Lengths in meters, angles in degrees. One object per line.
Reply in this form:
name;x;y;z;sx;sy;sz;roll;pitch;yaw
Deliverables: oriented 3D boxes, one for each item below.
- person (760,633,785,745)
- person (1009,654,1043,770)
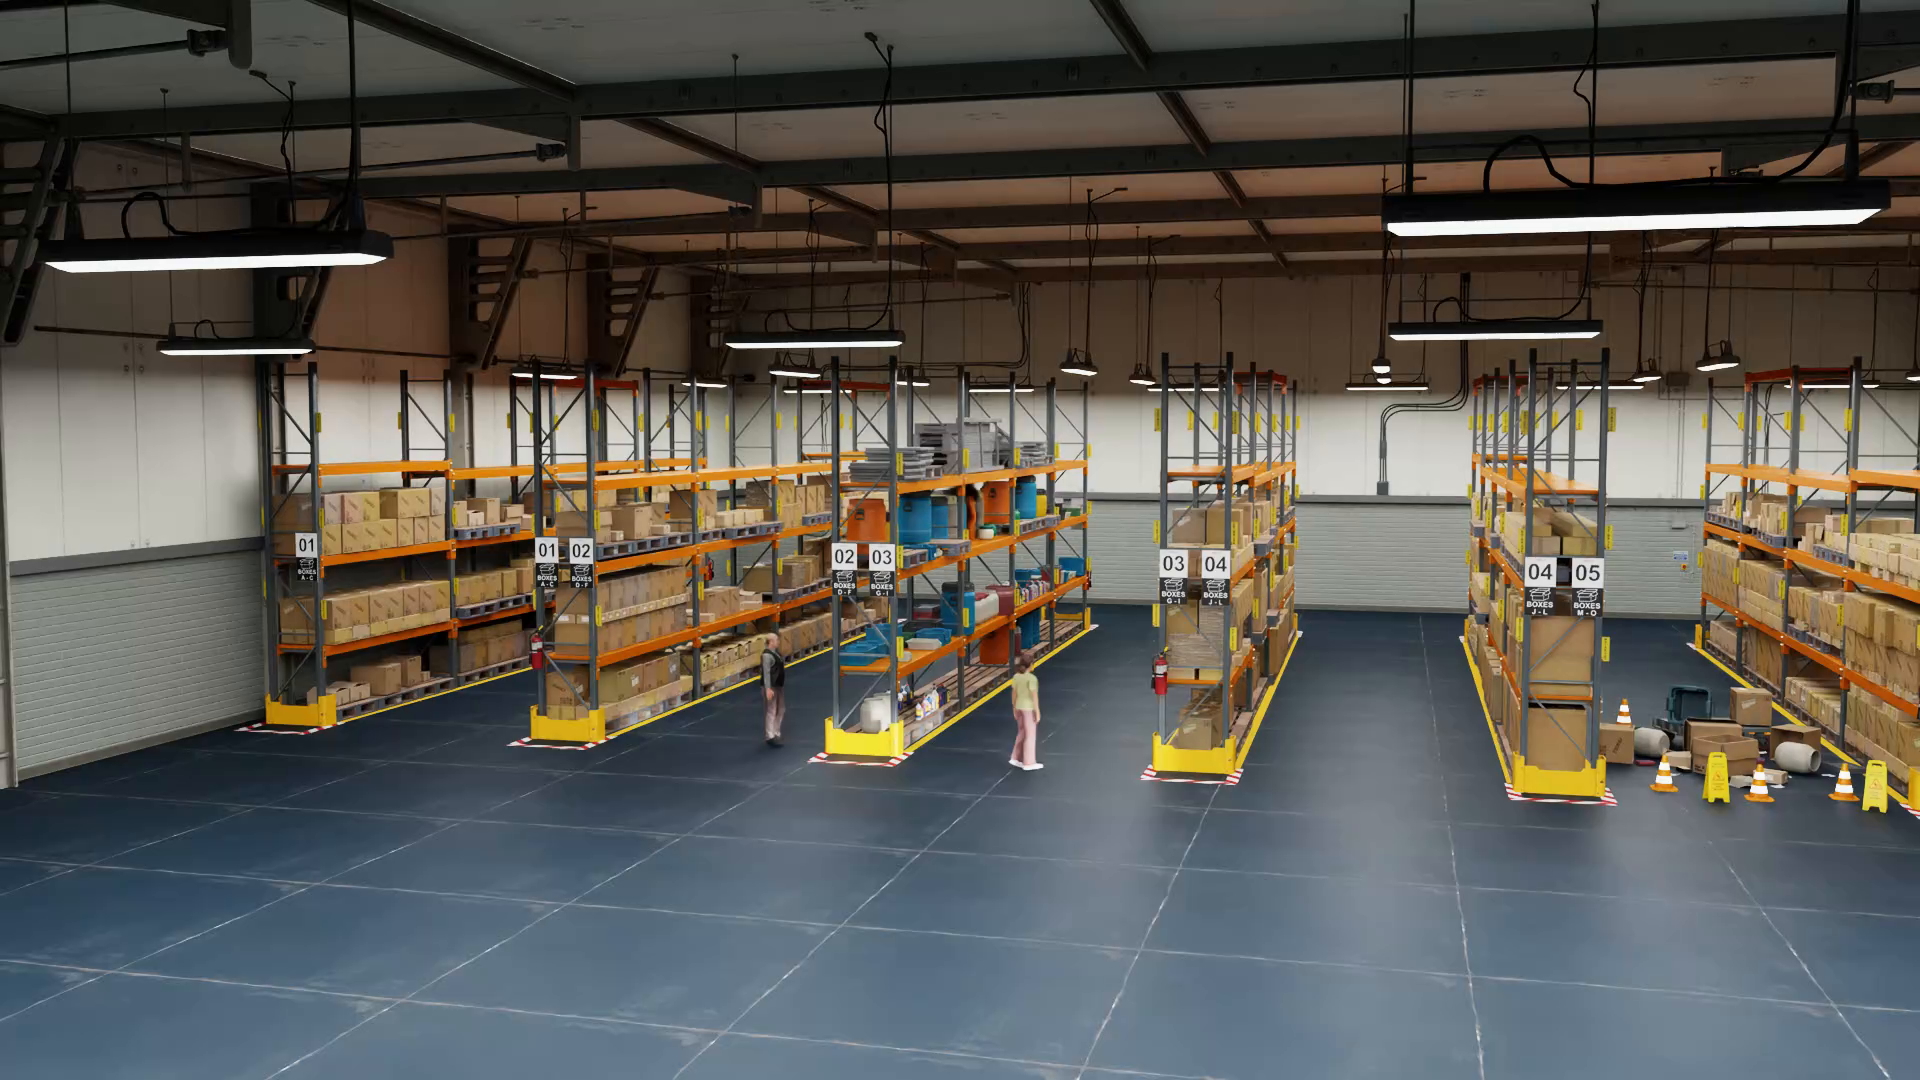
person;-2.932;2.356;25.981;0.365;1.803;0.591;1;4;11
person;0.985;2.495;24.039;0.381;1.701;0.529;-3;5;-39
